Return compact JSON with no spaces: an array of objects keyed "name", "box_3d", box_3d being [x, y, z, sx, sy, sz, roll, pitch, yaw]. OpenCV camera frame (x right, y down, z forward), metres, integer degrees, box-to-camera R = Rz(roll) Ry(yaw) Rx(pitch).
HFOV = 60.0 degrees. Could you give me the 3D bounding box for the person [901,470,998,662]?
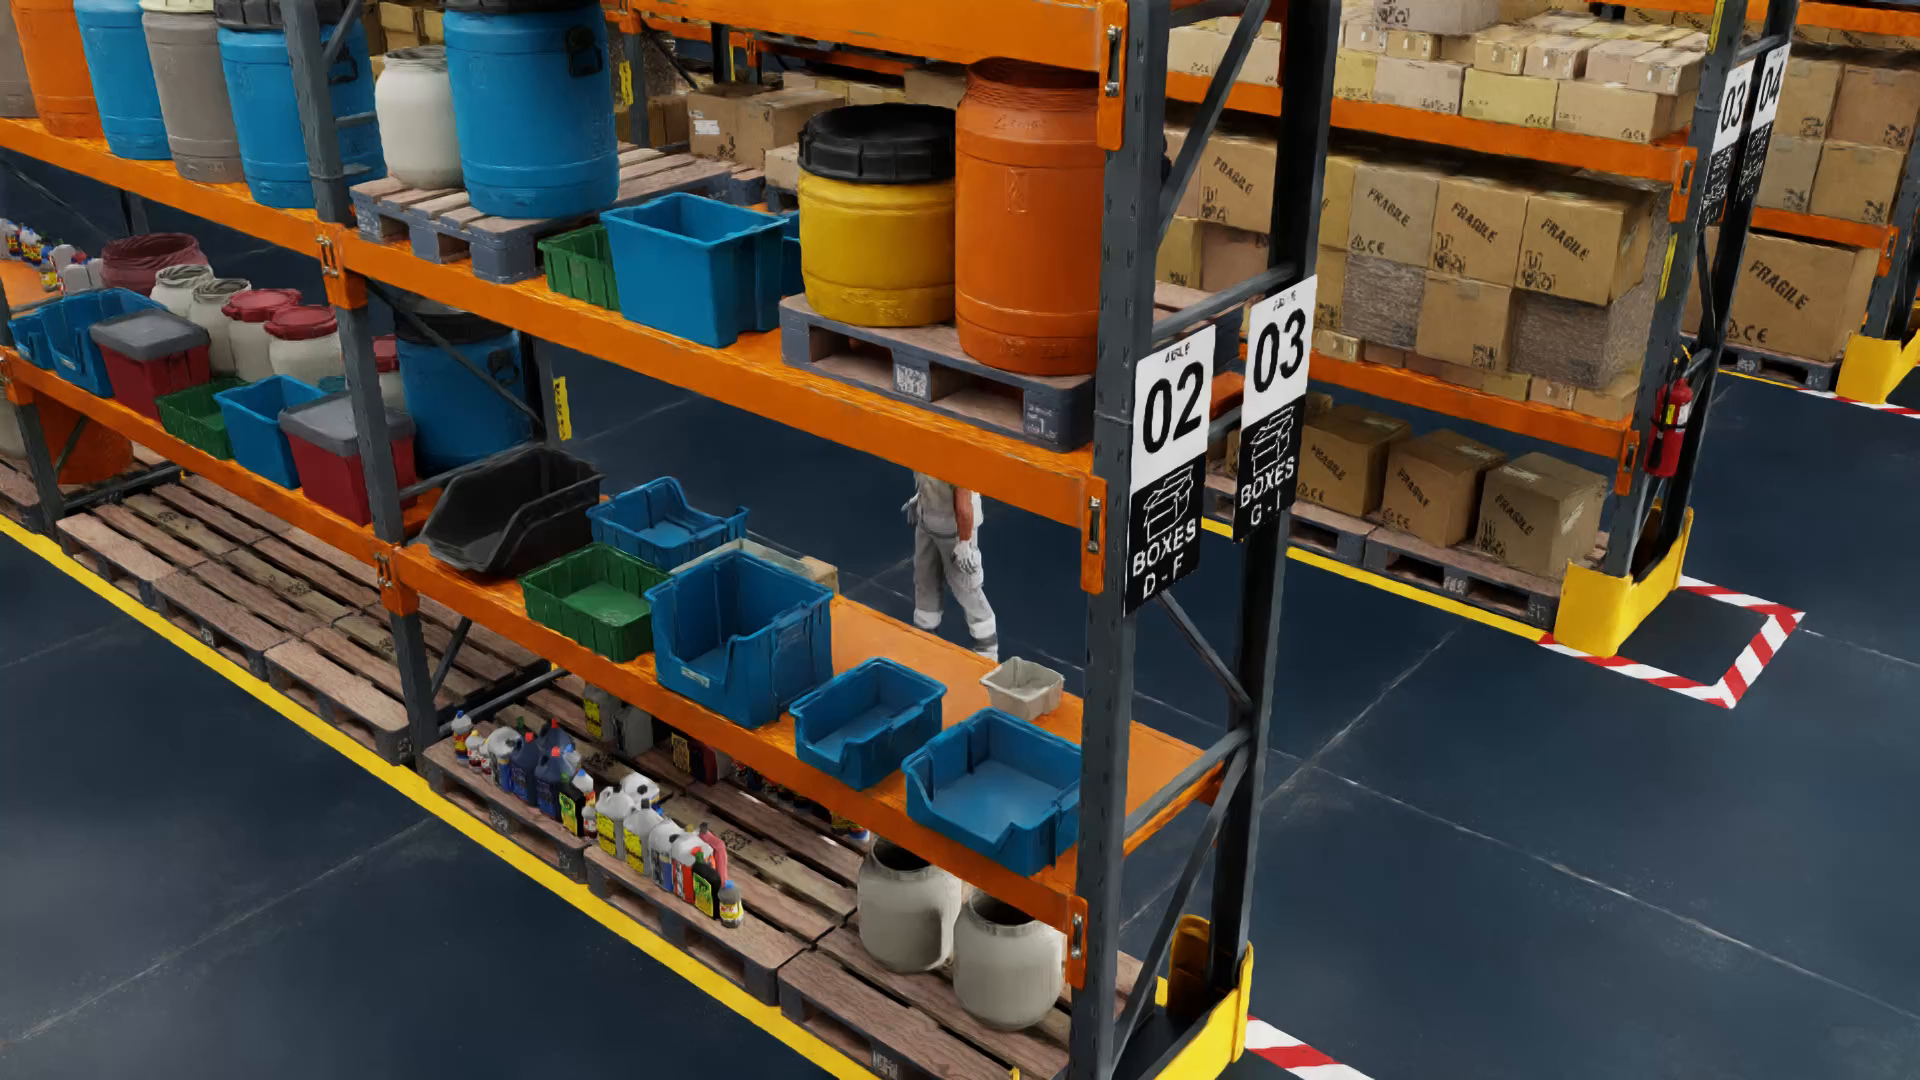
[{"name":"person","box_3d":[-0.119,-0.078,8.734,0.598,1.788,0.667,-10,29,-19]}]
